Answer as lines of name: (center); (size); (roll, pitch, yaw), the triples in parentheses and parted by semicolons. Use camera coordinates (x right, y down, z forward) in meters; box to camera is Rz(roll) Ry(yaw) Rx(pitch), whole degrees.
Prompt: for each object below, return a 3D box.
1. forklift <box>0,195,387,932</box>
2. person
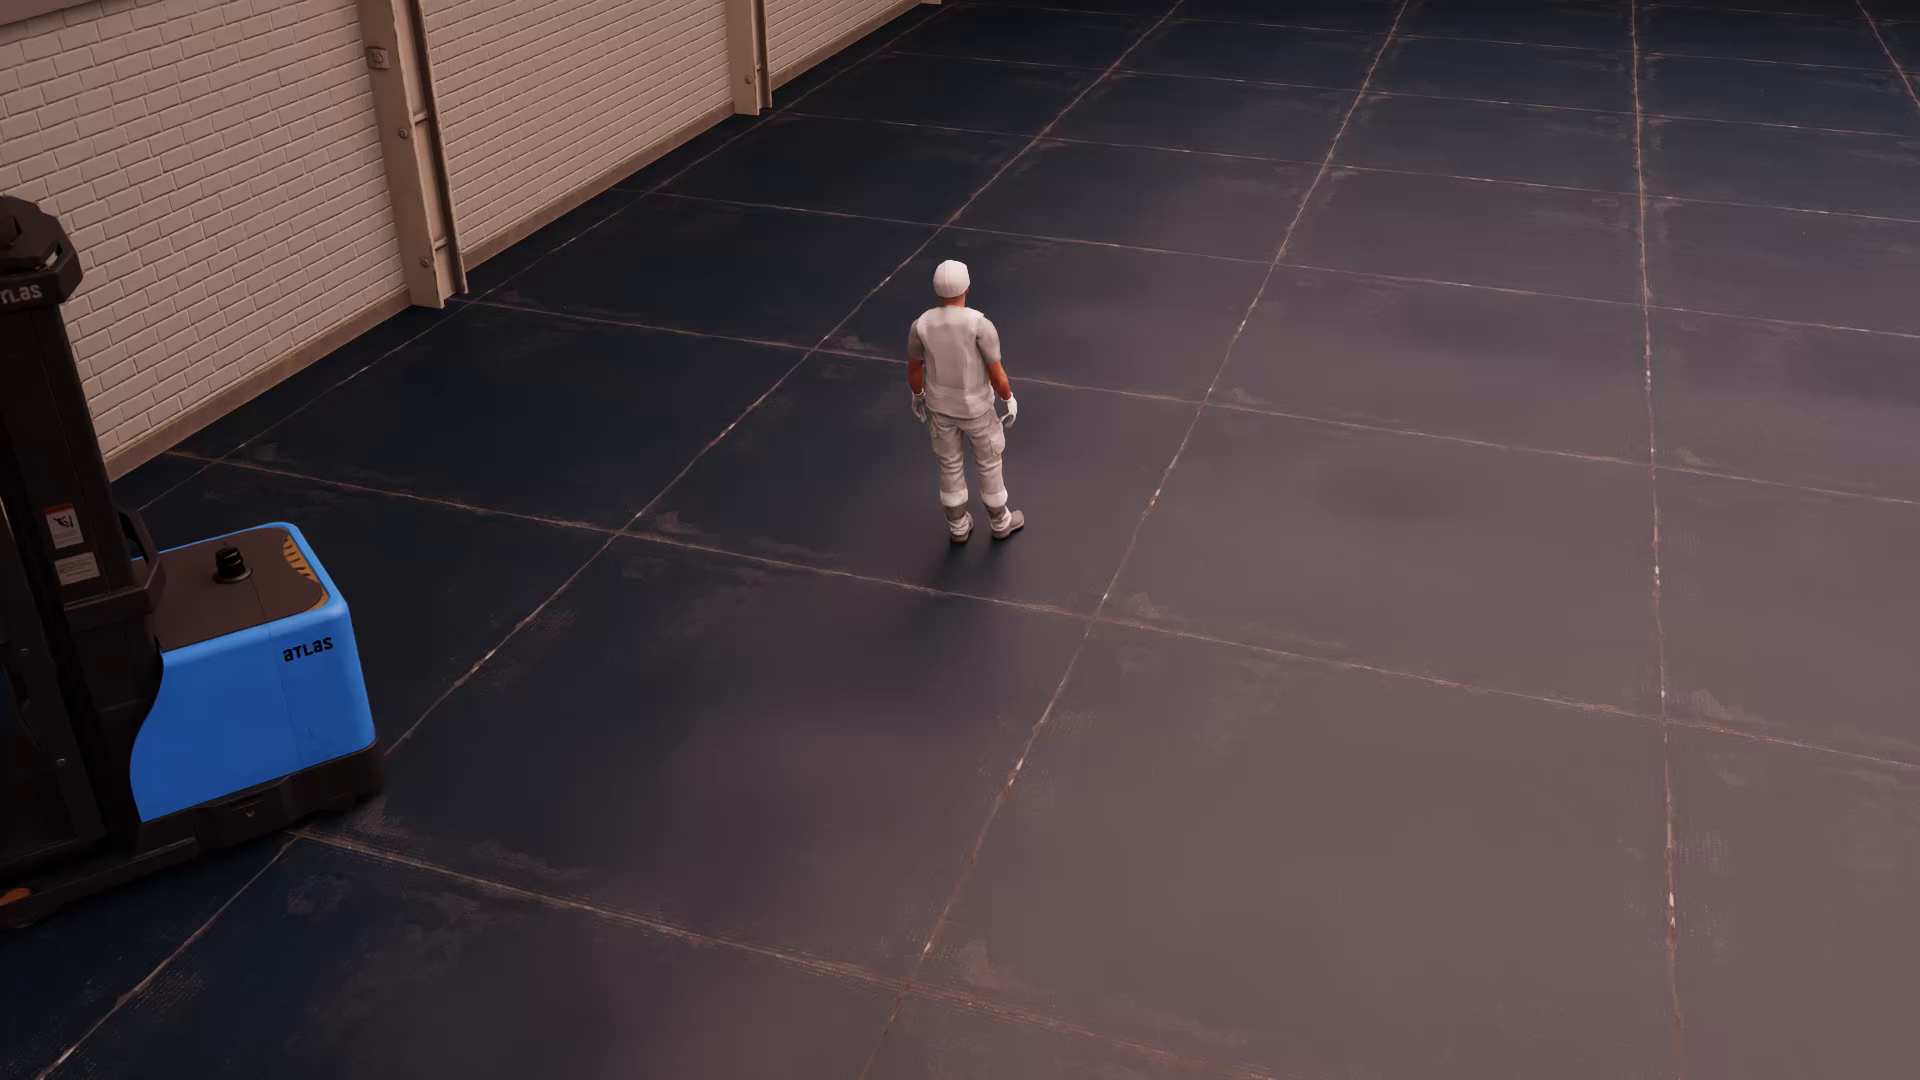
forklift: (-4.248, 0.151, 6.871); (3.031, 2.935, 1.130); (-18, 34, -29)
person: (0.038, -0.819, 9.711); (0.637, 1.787, 0.564); (10, 31, 16)
